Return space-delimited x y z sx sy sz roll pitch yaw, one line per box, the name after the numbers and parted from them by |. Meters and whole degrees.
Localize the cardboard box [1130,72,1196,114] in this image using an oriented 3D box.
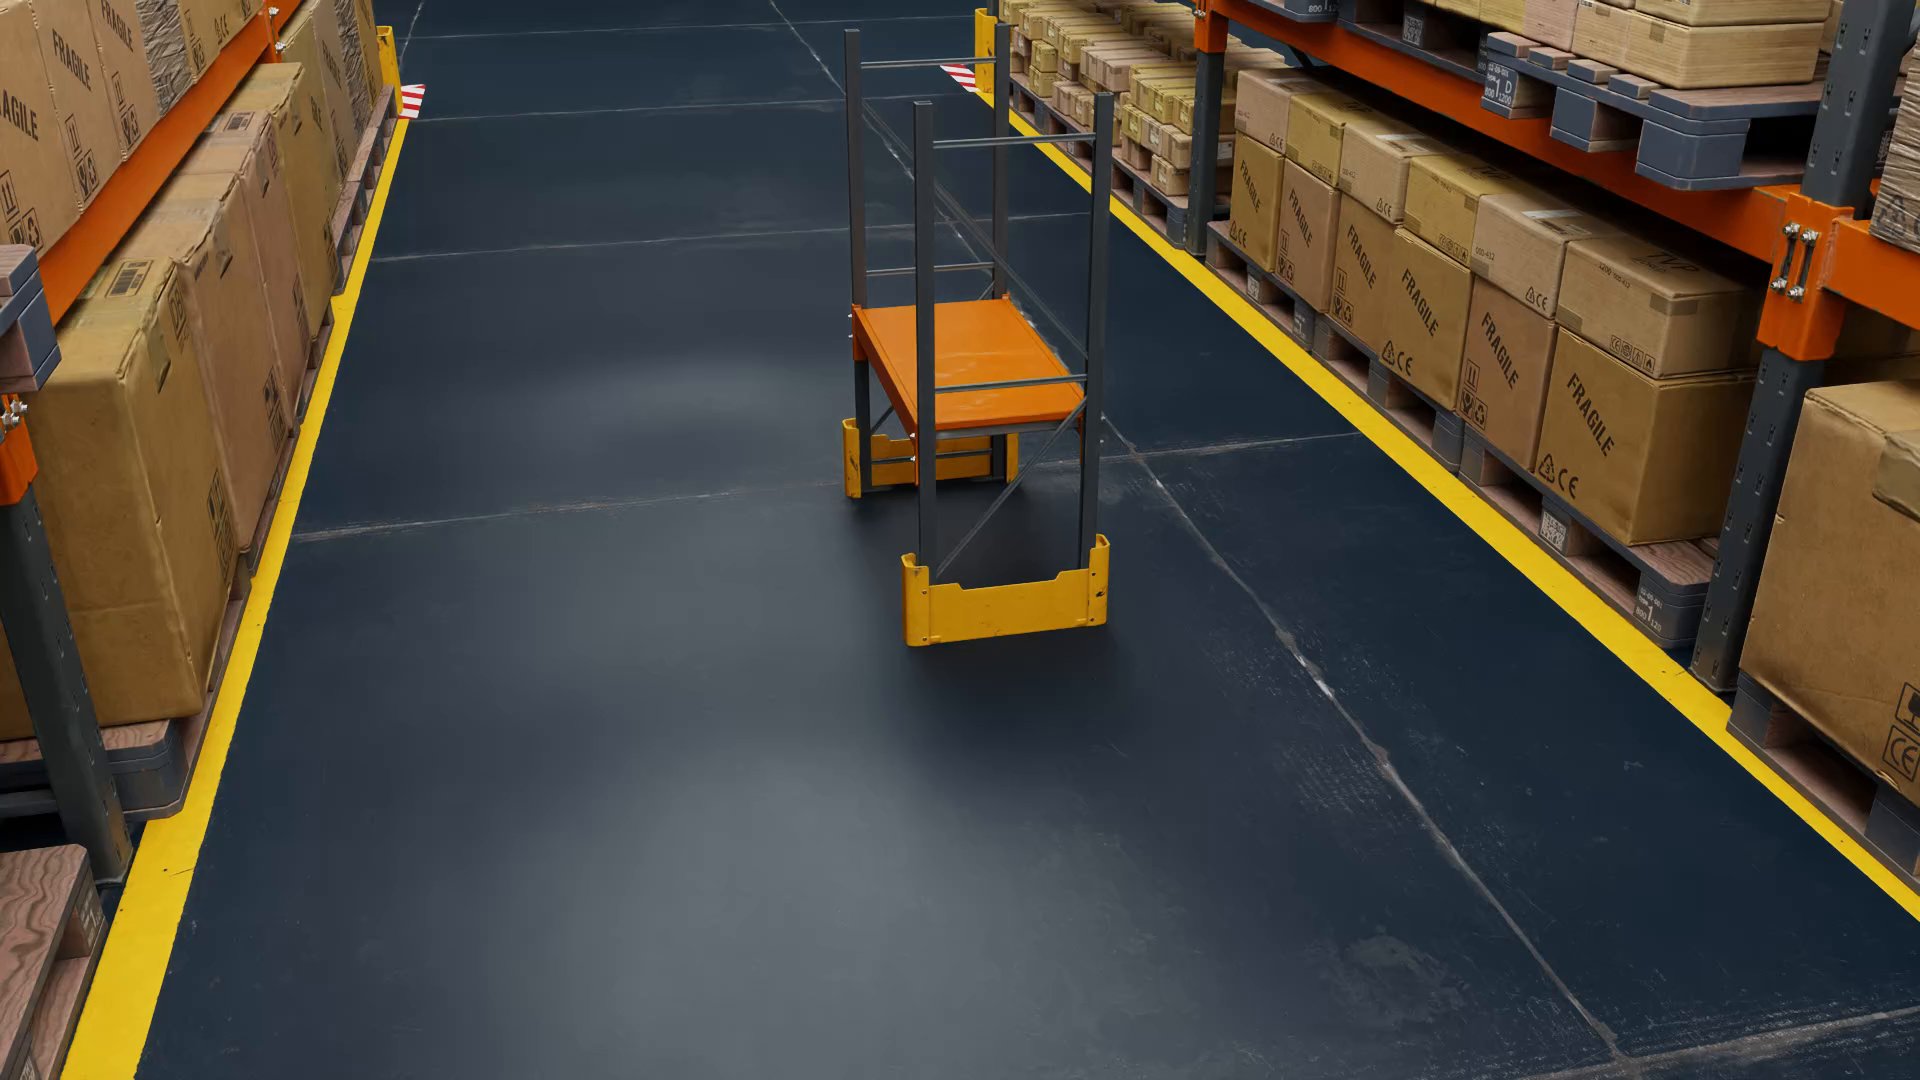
1.090 -2.284 8.483 0.380 0.149 0.250 -6 27 -12 | cardboard box

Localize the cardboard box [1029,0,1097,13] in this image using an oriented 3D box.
0.648 -3.320 10.537 0.380 0.149 0.250 -5 27 -11 | cardboard box

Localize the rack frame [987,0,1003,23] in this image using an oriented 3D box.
0.681 -4.513 10.862 1.000 3.000 0.127 -6 27 -12 | rack frame

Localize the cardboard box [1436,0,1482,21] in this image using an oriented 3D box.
1.698 -1.696 5.094 0.380 0.149 0.250 -7 28 -14 | cardboard box

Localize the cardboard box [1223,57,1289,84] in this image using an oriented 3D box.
1.517 -2.455 8.822 0.380 0.149 0.250 -7 28 -13 | cardboard box

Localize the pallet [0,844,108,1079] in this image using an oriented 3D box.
-2.196 1.046 2.943 1.003 0.211 1.213 -6 27 -12 | pallet

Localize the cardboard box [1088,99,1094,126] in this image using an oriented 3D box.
0.936 -2.385 9.344 0.380 0.149 0.250 -5 27 -11 | cardboard box

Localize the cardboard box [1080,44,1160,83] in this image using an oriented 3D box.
0.883 -2.632 9.174 0.380 0.149 0.250 -7 28 -13 | cardboard box

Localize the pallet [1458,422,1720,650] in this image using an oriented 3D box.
2.310 -0.099 5.213 1.003 0.211 1.213 -6 27 -12 | pallet

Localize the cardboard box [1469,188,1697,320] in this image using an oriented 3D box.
1.950 -0.902 5.183 0.500 0.250 0.500 -6 27 -11 | cardboard box

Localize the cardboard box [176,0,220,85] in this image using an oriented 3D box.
-2.672 -1.718 5.214 0.500 0.500 0.500 -6 27 -12 | cardboard box

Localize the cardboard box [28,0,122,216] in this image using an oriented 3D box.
-2.334 -1.054 3.897 0.500 0.500 0.500 -7 28 -13 | cardboard box

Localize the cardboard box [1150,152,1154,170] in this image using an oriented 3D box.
1.185 -1.932 8.447 0.380 0.149 0.250 -5 27 -10 | cardboard box

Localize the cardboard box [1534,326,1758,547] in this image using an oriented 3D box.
2.081 -0.335 4.893 0.500 0.500 0.500 -6 27 -12 | cardboard box

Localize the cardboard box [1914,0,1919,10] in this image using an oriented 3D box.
2.571 -1.442 4.260 0.380 0.149 0.250 -5 27 -9 | cardboard box

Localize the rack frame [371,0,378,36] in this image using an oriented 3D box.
-4.174 -4.054 9.952 1.000 3.000 0.127 -6 27 -12 | rack frame

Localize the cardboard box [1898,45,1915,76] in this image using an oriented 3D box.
2.580 -1.293 4.296 0.380 0.149 0.250 -6 27 -12 | cardboard box

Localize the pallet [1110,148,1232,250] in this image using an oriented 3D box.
1.397 -1.803 8.589 1.003 0.211 1.213 -6 27 -12 | pallet

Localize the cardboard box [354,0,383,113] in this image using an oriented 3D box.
-3.952 -3.020 9.796 0.875 0.875 0.875 -6 27 -12 | cardboard box

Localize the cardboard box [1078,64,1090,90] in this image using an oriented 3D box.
0.903 -2.735 9.707 0.380 0.149 0.250 -5 27 -9 | cardboard box

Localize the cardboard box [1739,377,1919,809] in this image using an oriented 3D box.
2.534 0.092 3.769 1.050 0.750 0.750 -6 27 -12 | cardboard box

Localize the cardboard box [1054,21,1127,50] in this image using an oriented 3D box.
0.770 -2.973 9.849 0.380 0.149 0.250 -5 27 -10 | cardboard box

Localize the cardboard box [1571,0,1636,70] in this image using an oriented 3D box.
1.871 -1.355 4.419 0.380 0.149 0.250 -6 27 -12 | cardboard box

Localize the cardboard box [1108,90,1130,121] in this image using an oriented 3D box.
1.014 -2.374 8.992 0.380 0.149 0.250 -5 27 -10 | cardboard box

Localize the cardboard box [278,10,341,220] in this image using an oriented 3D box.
-3.343 -1.835 7.448 0.875 0.875 0.875 -6 27 -12 | cardboard box

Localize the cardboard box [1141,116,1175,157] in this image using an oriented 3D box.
1.129 -2.028 8.307 0.380 0.149 0.250 -7 28 -14 | cardboard box

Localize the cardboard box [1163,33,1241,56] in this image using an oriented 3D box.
1.380 -2.798 9.503 0.380 0.149 0.250 -6 27 -11 | cardboard box

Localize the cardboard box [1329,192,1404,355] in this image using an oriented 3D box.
1.743 -1.017 6.243 0.500 0.500 0.500 -5 27 -11 | cardboard box

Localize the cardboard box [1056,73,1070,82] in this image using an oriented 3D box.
0.790 -2.725 10.017 0.380 0.149 0.250 -6 27 -11 | cardboard box

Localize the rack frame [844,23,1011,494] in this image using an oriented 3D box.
-0.095 -0.855 5.280 0.500 1.500 0.032 -6 27 -12 | rack frame

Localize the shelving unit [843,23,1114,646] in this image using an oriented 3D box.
0.017 -0.636 4.846 0.587 1.500 1.083 -6 27 -12 | shelving unit

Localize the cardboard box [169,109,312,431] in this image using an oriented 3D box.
-2.906 -0.866 5.528 1.225 0.875 0.875 -7 28 -13 | cardboard box

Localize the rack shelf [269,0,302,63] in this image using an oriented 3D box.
-3.723 -2.855 8.375 1.077 0.370 4.000 -6 27 -12 | rack shelf

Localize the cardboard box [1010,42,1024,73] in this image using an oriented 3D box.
0.487 -3.165 10.890 0.380 0.149 0.250 -5 27 -11 | cardboard box

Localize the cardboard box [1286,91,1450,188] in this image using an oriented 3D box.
1.614 -1.579 6.525 0.500 0.250 0.500 -5 27 -10 | cardboard box

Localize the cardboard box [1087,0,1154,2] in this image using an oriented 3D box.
1.047 -3.487 10.867 0.380 0.149 0.250 -6 27 -11 | cardboard box

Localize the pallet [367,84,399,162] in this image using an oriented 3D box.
-3.917 -2.466 9.901 1.003 0.211 1.213 -6 27 -12 | pallet

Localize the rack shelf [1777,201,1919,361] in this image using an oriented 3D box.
2.935 0.198 2.327 1.077 0.370 4.000 -6 27 -12 | rack shelf

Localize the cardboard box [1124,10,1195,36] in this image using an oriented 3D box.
1.227 -3.150 10.199 0.380 0.149 0.250 -7 28 -14 | cardboard box

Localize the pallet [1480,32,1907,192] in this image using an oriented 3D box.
2.220 -1.217 4.546 1.213 0.211 1.003 -6 27 -12 | pallet

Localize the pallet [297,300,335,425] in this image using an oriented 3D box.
-3.025 -0.722 6.446 1.003 0.211 1.213 -6 27 -12 | pallet

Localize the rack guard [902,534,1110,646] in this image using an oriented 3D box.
0.129 0.141 4.694 0.587 0.250 0.087 -6 27 -12 | rack guard

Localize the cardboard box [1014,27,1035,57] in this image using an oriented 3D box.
0.556 -3.179 10.586 0.380 0.149 0.250 -6 27 -12 | cardboard box
